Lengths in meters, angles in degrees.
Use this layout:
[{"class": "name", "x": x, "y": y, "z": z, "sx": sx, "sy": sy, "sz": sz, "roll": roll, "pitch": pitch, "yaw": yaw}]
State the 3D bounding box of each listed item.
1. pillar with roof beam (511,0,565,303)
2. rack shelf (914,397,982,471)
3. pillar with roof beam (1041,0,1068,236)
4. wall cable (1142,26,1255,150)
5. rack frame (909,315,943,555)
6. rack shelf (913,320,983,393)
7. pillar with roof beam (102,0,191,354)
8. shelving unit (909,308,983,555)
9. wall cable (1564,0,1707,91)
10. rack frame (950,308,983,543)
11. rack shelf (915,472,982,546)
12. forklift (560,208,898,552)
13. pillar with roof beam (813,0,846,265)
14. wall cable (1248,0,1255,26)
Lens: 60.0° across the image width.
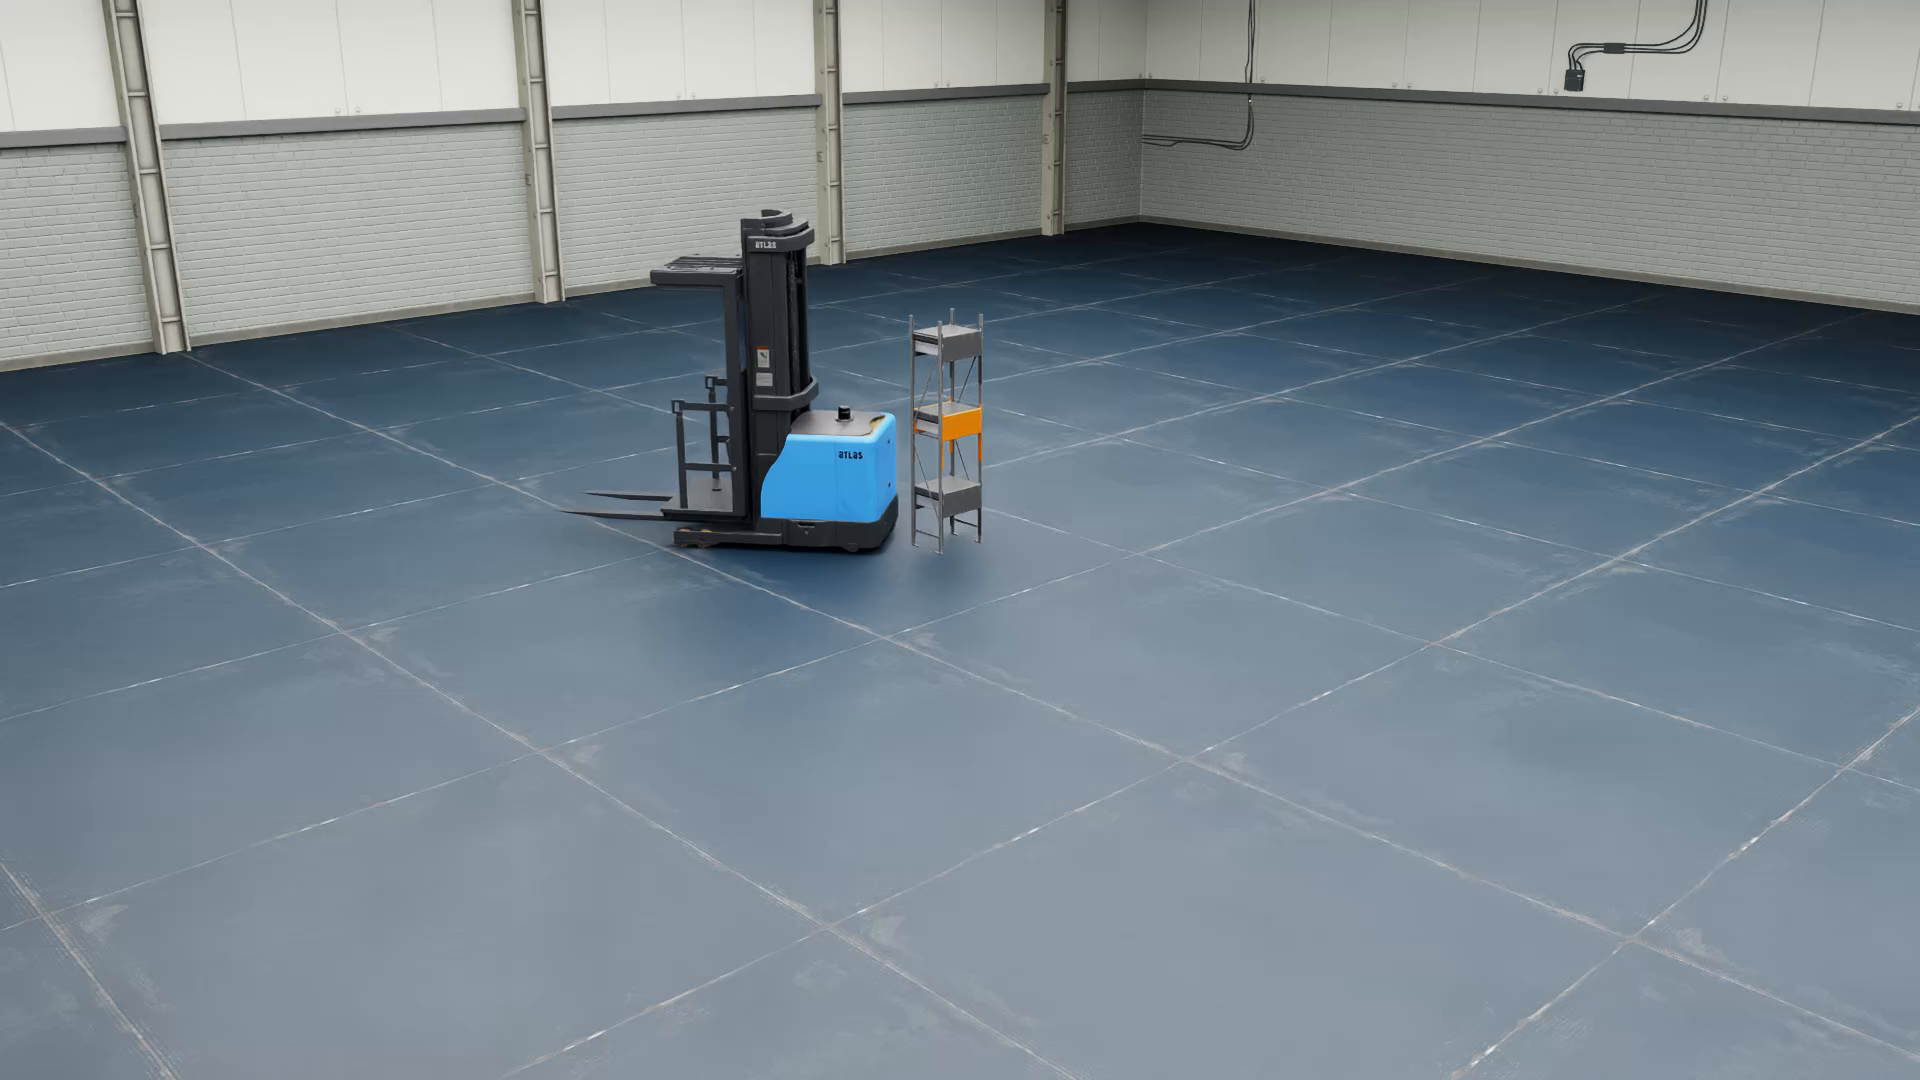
[{"class": "pillar with roof beam", "x": -3.800, "y": -7.259, "z": 23.048, "sx": 0.400, "sy": 9.000, "sz": 9.100, "roll": -16, "pitch": 24, "yaw": -41}, {"class": "rack shelf", "x": -0.120, "y": -0.951, "z": 14.822, "sx": 0.480, "sy": 0.518, "sz": 0.431, "roll": -16, "pitch": 24, "yaw": -41}, {"class": "pillar with roof beam", "x": 4.919, "y": -9.802, "z": 30.890, "sx": 0.400, "sy": 9.000, "sz": 9.100, "roll": -16, "pitch": 24, "yaw": -41}, {"class": "wall cable", "x": 5.011, "y": -9.617, "z": 35.356, "sx": 0.112, "sy": 2.526, "sz": 3.097, "roll": -16, "pitch": 24, "yaw": -41}, {"class": "rack frame", "x": -0.298, "y": -0.912, "z": 14.659, "sx": 0.015, "sy": 2.100, "sz": 0.400, "roll": -16, "pitch": 24, "yaw": -41}, {"class": "rack shelf", "x": -0.120, "y": -1.617, "z": 14.606, "sx": 0.480, "sy": 0.518, "sz": 0.431, "roll": -16, "pitch": 24, "yaw": -41}, {"class": "pillar with roof beam", "x": -8.160, "y": -5.987, "z": 19.126, "sx": 0.400, "sy": 9.000, "sz": 9.100, "roll": -16, "pitch": 24, "yaw": -41}, {"class": "shelving unit", "x": -0.120, "y": -0.964, "z": 14.818, "sx": 0.503, "sy": 2.100, "sz": 0.431, "roll": -16, "pitch": 24, "yaw": -41}, {"class": "wall cable", "x": 11.522, "y": -10.581, "z": 27.781, "sx": 0.169, "sy": 6.003, "sz": 2.305, "roll": -16, "pitch": 24, "yaw": -41}, {"class": "rack frame", "x": 0.057, "y": -1.015, "z": 14.977, "sx": 0.015, "sy": 2.100, "sz": 0.400, "roll": -16, "pitch": 24, "yaw": -41}, {"class": "rack shelf", "x": -0.120, "y": -0.285, "z": 15.038, "sx": 0.480, "sy": 0.518, "sz": 0.431, "roll": -16, "pitch": 24, "yaw": -41}, {"class": "forklift", "x": -2.146, "y": -1.479, "z": 15.060, "sx": 3.031, "sy": 2.935, "sz": 1.130, "roll": 3, "pitch": 18, "yaw": 8}, {"class": "pillar with roof beam", "x": 0.560, "y": -8.530, "z": 26.969, "sx": 0.400, "sy": 9.000, "sz": 9.100, "roll": -16, "pitch": 24, "yaw": -41}, {"class": "wall cable", "x": 6.869, "y": -11.413, "z": 32.707, "sx": 0.112, "sy": 2.526, "sz": 3.097, "roll": -16, "pitch": 24, "yaw": -41}]
